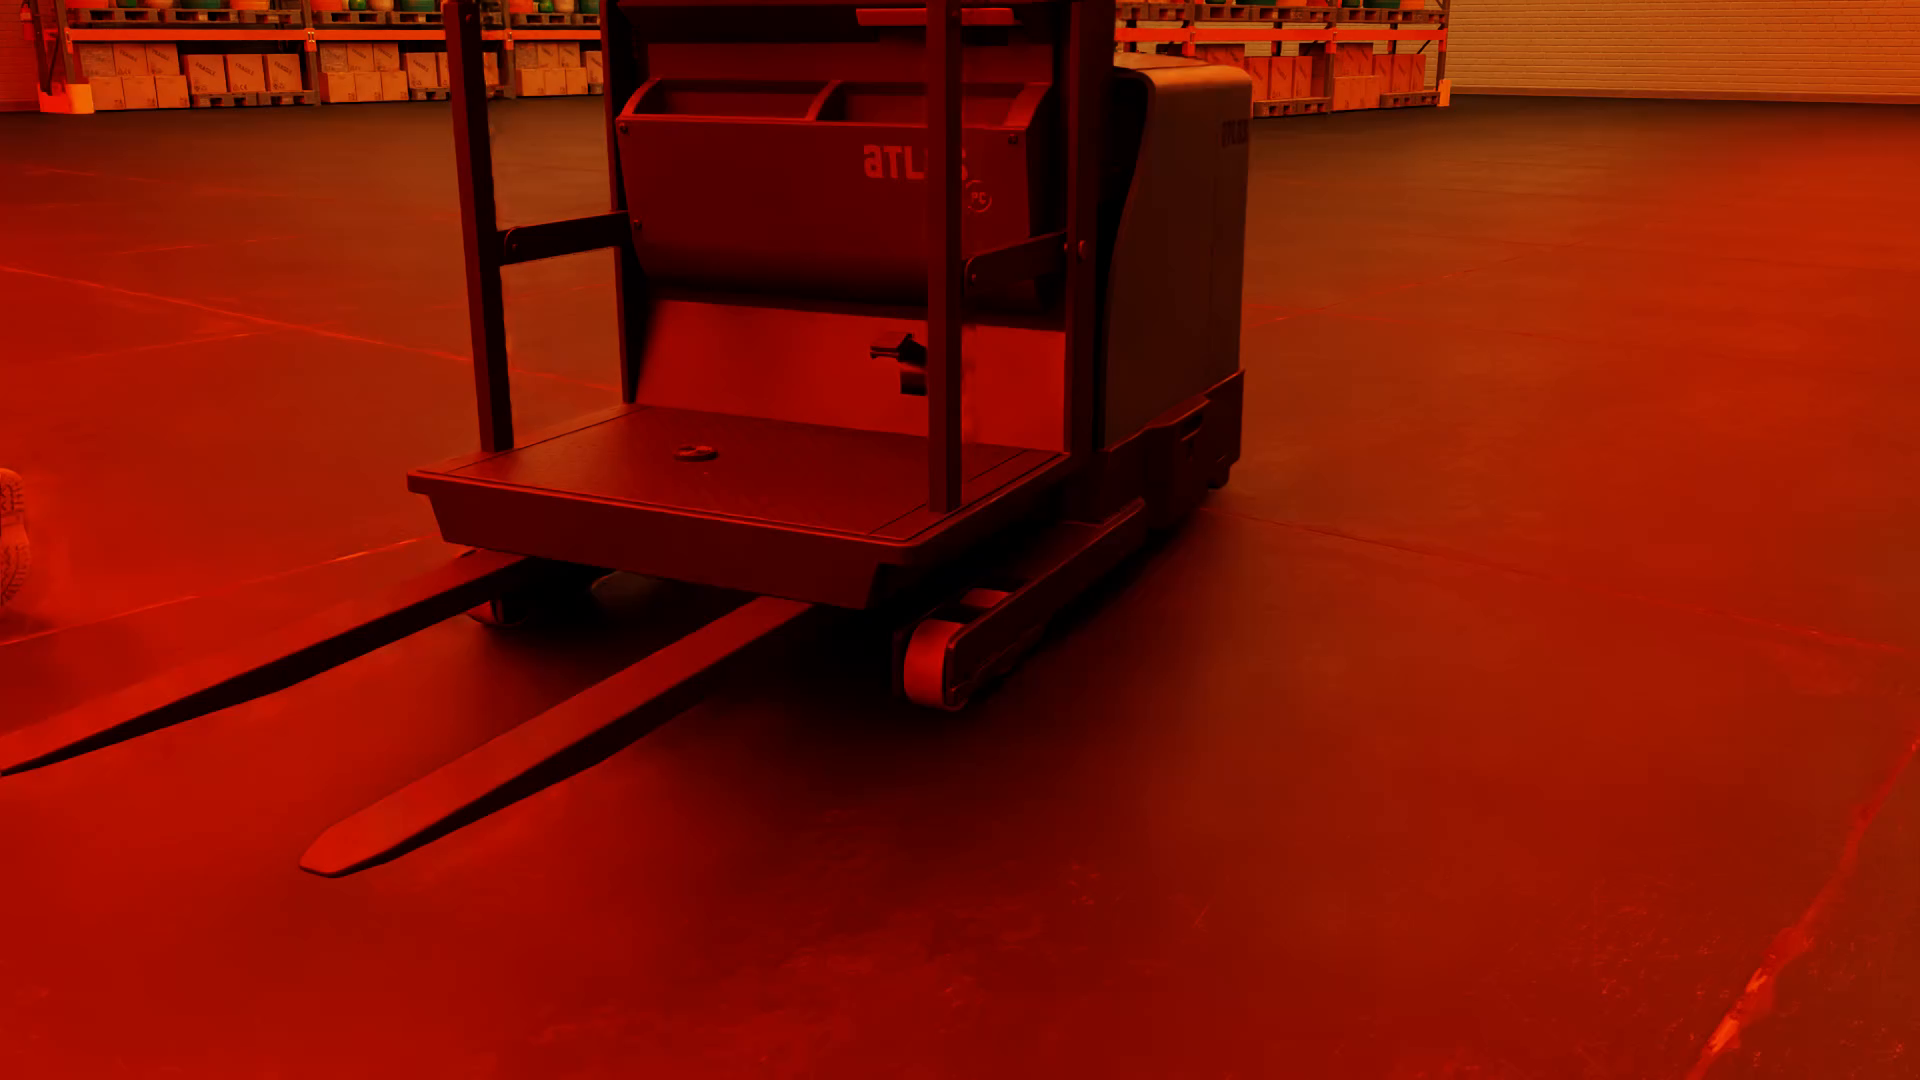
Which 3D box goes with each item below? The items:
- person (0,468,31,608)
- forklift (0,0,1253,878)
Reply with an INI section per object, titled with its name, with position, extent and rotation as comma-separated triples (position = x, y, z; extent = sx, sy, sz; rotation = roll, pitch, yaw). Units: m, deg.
[person]
position = -2.204, -0.477, 3.089
extent = 0.683, 1.452, 0.633
rotation = -8, 19, -24
[forklift]
position = -0.355, -1.242, 2.989
extent = 1.130, 2.935, 3.031
rotation = 8, 19, 25
